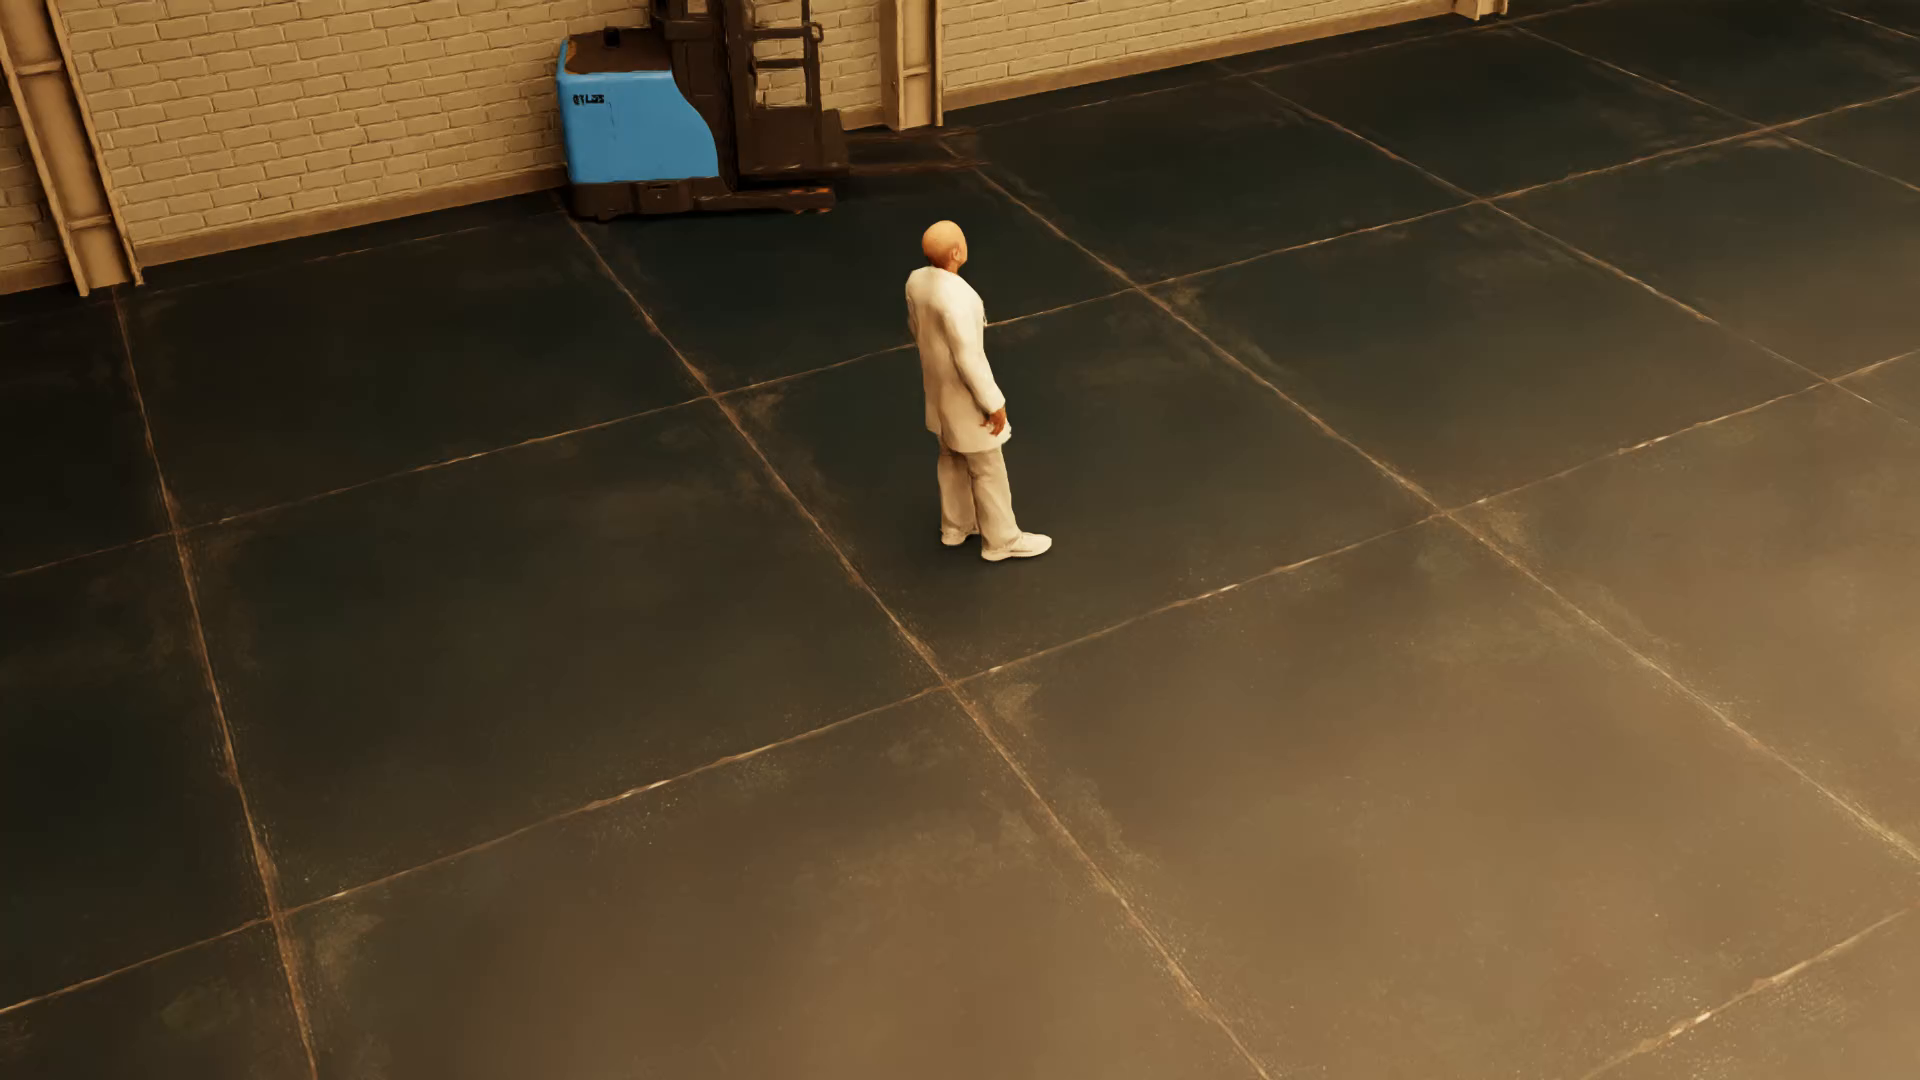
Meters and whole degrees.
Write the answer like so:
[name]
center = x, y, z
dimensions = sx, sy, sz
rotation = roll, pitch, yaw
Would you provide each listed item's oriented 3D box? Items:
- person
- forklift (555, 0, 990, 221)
[person]
center = 0.083, -0.755, 8.177
dimensions = 0.577, 1.776, 0.694
rotation = -17, 39, -23
[forklift]
center = -1.328, -3.849, 11.568
dimensions = 3.031, 2.935, 1.130
rotation = -5, 36, -7
